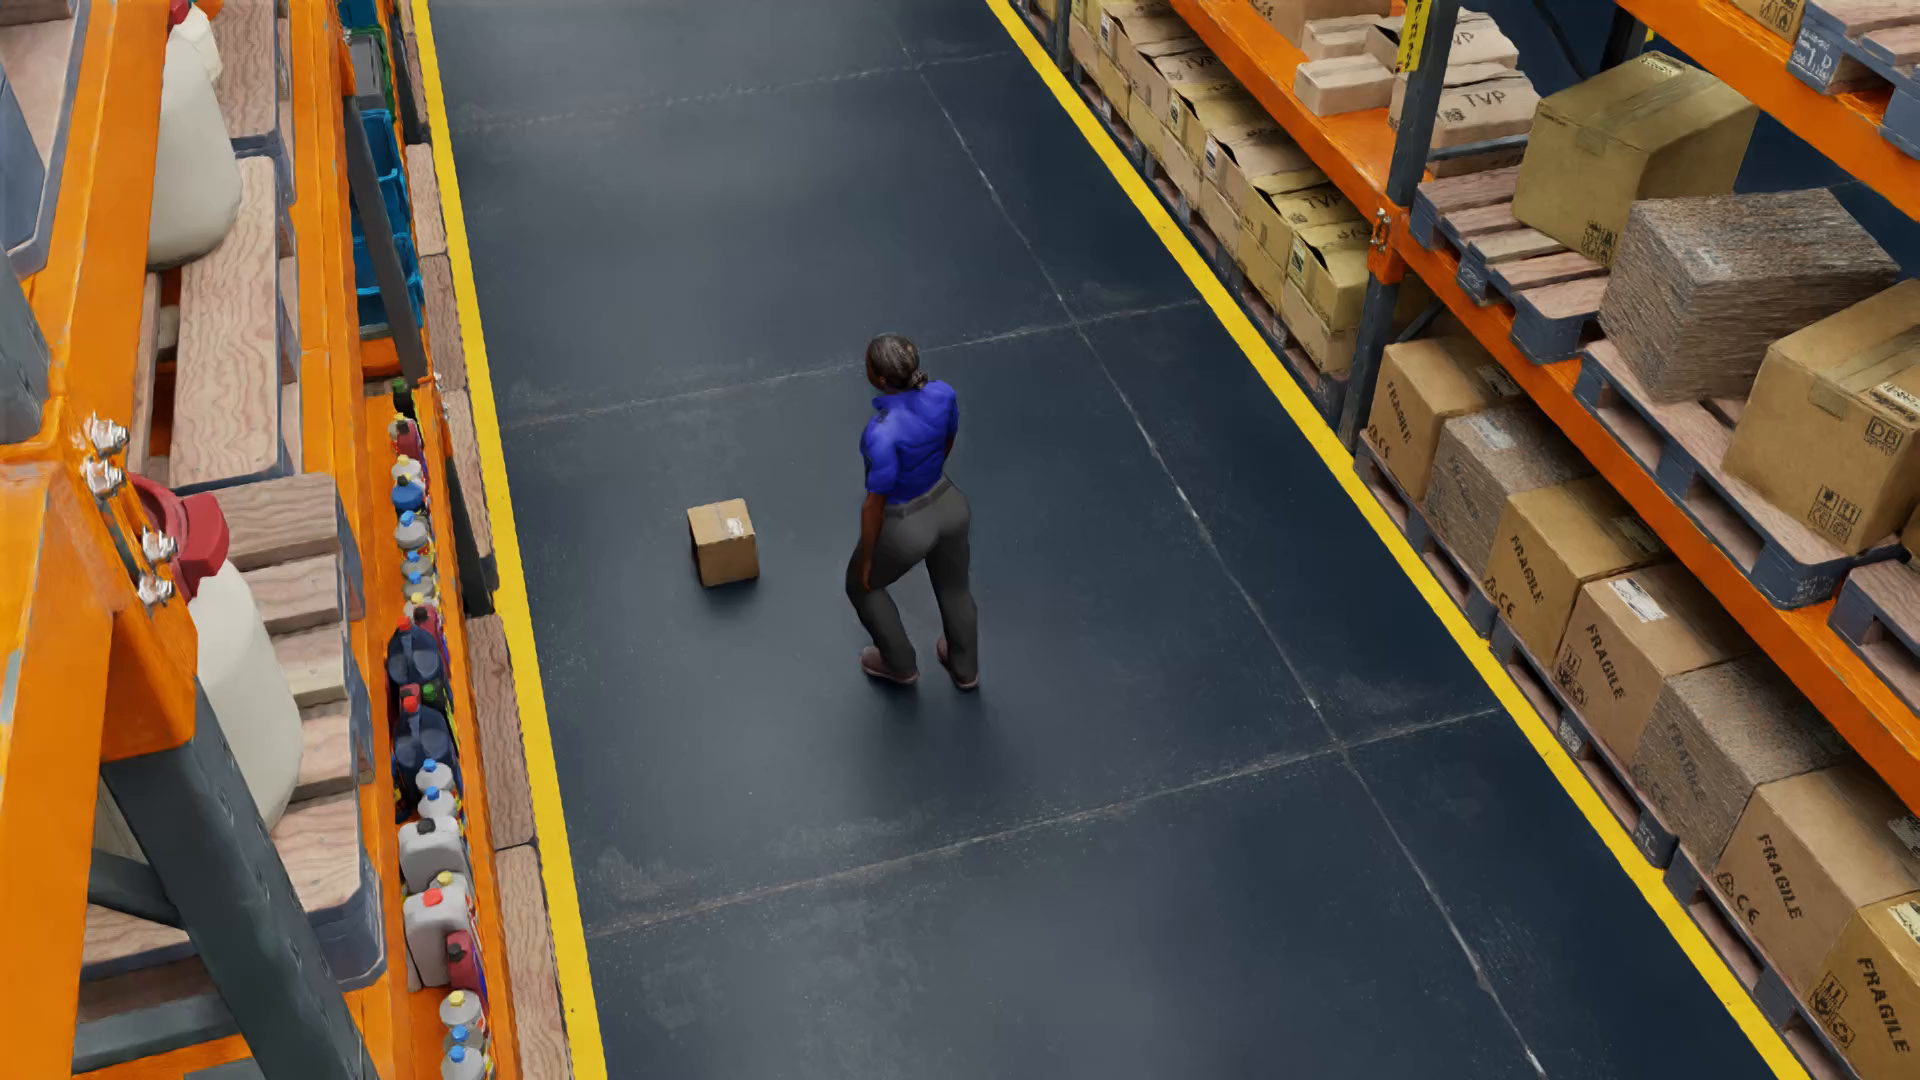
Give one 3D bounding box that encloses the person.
[{"bbox_3d":[-0.186,-0.060,6.229,0.576,1.637,0.461,-33,52,-31],"label":"person"}]
